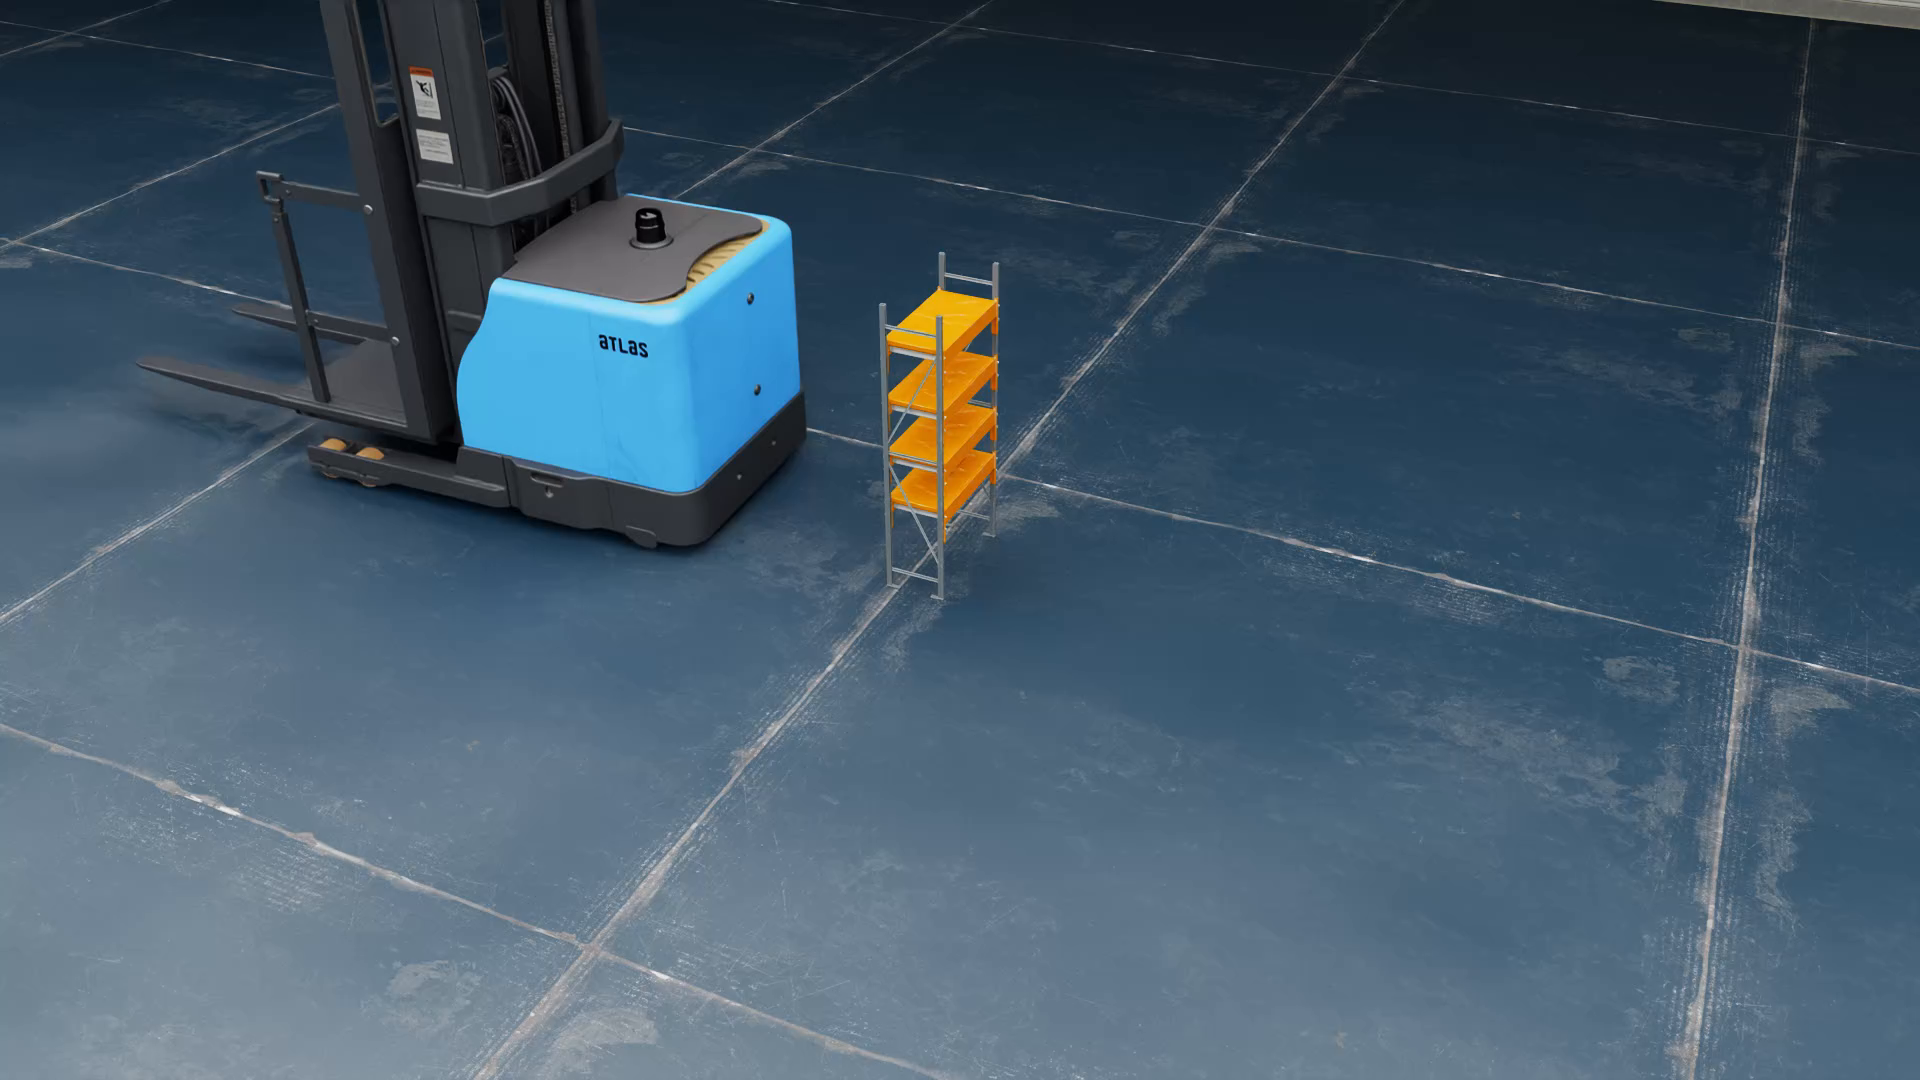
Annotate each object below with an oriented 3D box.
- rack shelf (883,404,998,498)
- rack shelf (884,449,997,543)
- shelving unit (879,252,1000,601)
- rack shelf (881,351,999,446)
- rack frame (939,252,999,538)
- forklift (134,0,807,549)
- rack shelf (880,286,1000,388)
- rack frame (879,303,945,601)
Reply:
[{"bbox_3d":[-0.069,-0.363,6.332,0.258,0.148,0.480,14,36,20],"label":"rack shelf"},{"bbox_3d":[-0.069,-0.197,6.441,0.258,0.148,0.480,14,36,20],"label":"rack shelf"},{"bbox_3d":[-0.069,-0.419,6.295,0.258,1.200,0.503,14,36,20],"label":"shelving unit"},{"bbox_3d":[-0.069,-0.550,6.210,0.258,0.148,0.480,14,36,20],"label":"rack shelf"},{"bbox_3d":[0.033,-0.541,6.481,0.240,1.200,0.015,14,36,20],"label":"rack frame"},{"bbox_3d":[-2.242,-1.704,6.676,3.031,2.935,1.130,13,35,19],"label":"forklift"},{"bbox_3d":[-0.069,-0.748,6.080,0.258,0.148,0.480,14,36,20],"label":"rack shelf"},{"bbox_3d":[-0.171,-0.298,6.110,0.240,1.200,0.015,14,36,20],"label":"rack frame"}]
